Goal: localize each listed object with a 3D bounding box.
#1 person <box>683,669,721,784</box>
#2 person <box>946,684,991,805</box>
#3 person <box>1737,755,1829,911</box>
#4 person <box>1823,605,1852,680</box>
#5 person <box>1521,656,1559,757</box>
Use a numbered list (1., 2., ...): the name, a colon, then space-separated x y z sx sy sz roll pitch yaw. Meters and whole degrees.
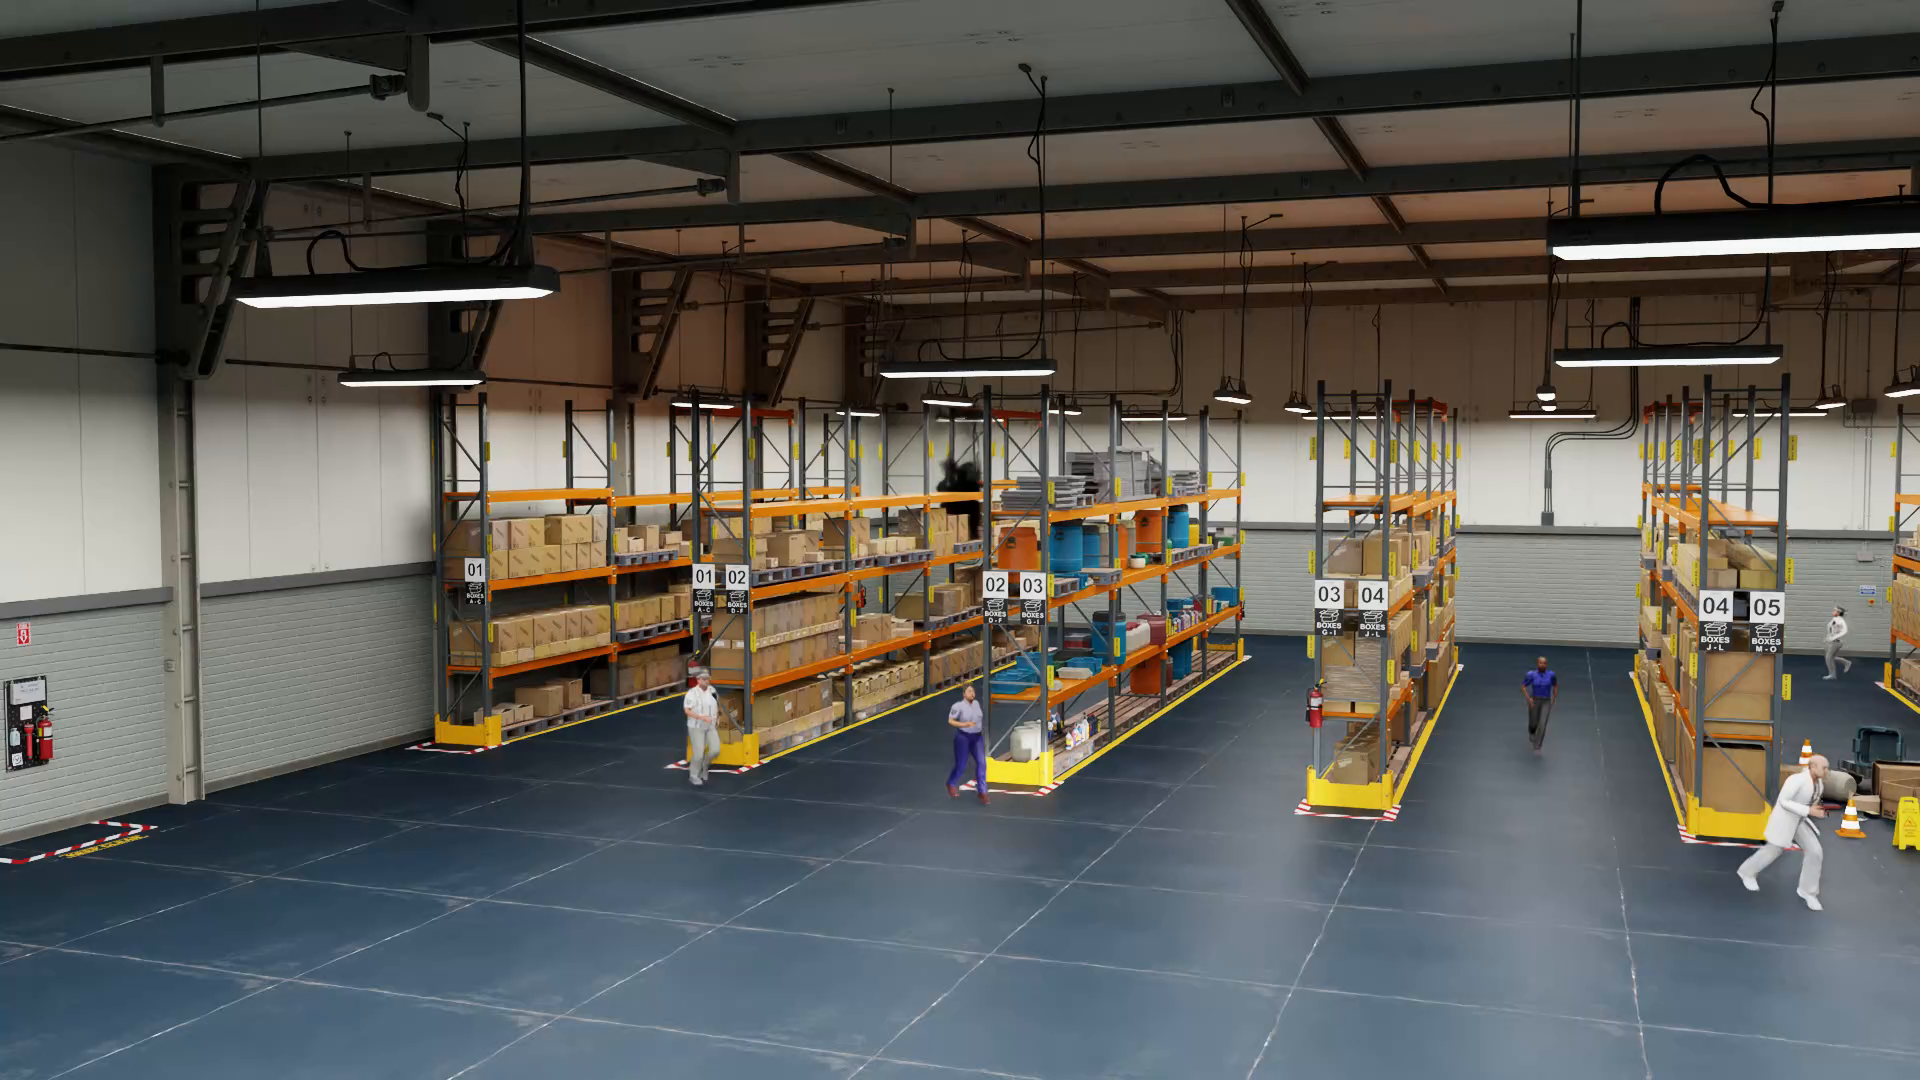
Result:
1. person: -3.813 2.800 24.973 0.697 1.753 0.632 -3 4 -42
2. person: 0.111 2.912 23.802 0.615 1.653 0.835 -2 4 -32
3. person: 9.177 3.198 18.525 0.755 1.745 1.060 -2 4 -32
4. person: 19.273 2.245 36.464 0.586 1.654 0.616 1 3 12
5. person: 9.632 2.735 27.616 0.600 1.637 0.761 1 3 11
